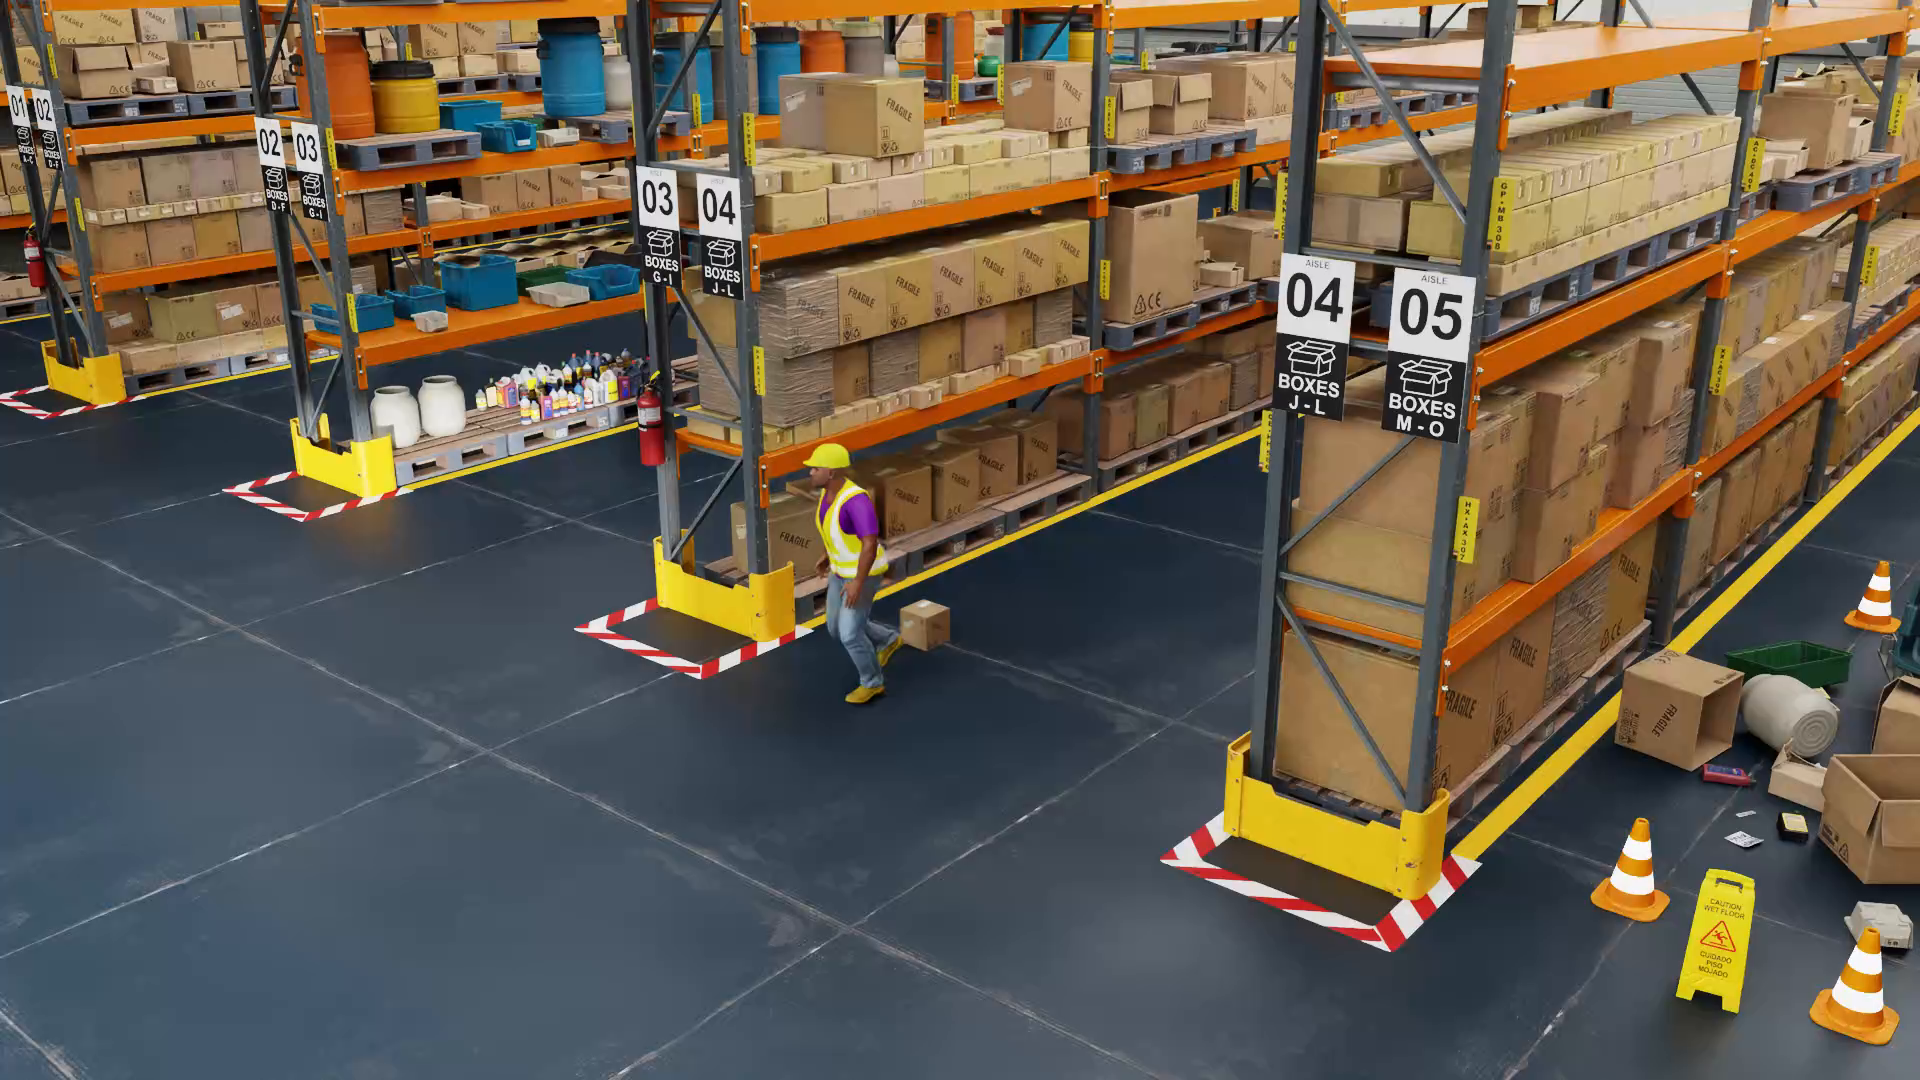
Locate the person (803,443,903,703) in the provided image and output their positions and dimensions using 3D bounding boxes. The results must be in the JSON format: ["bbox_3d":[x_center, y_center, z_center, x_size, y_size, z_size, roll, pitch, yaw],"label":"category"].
[{"bbox_3d":[-0.635,0.177,10.641,0.689,1.690,0.743,-12,23,-29],"label":"person"}]
